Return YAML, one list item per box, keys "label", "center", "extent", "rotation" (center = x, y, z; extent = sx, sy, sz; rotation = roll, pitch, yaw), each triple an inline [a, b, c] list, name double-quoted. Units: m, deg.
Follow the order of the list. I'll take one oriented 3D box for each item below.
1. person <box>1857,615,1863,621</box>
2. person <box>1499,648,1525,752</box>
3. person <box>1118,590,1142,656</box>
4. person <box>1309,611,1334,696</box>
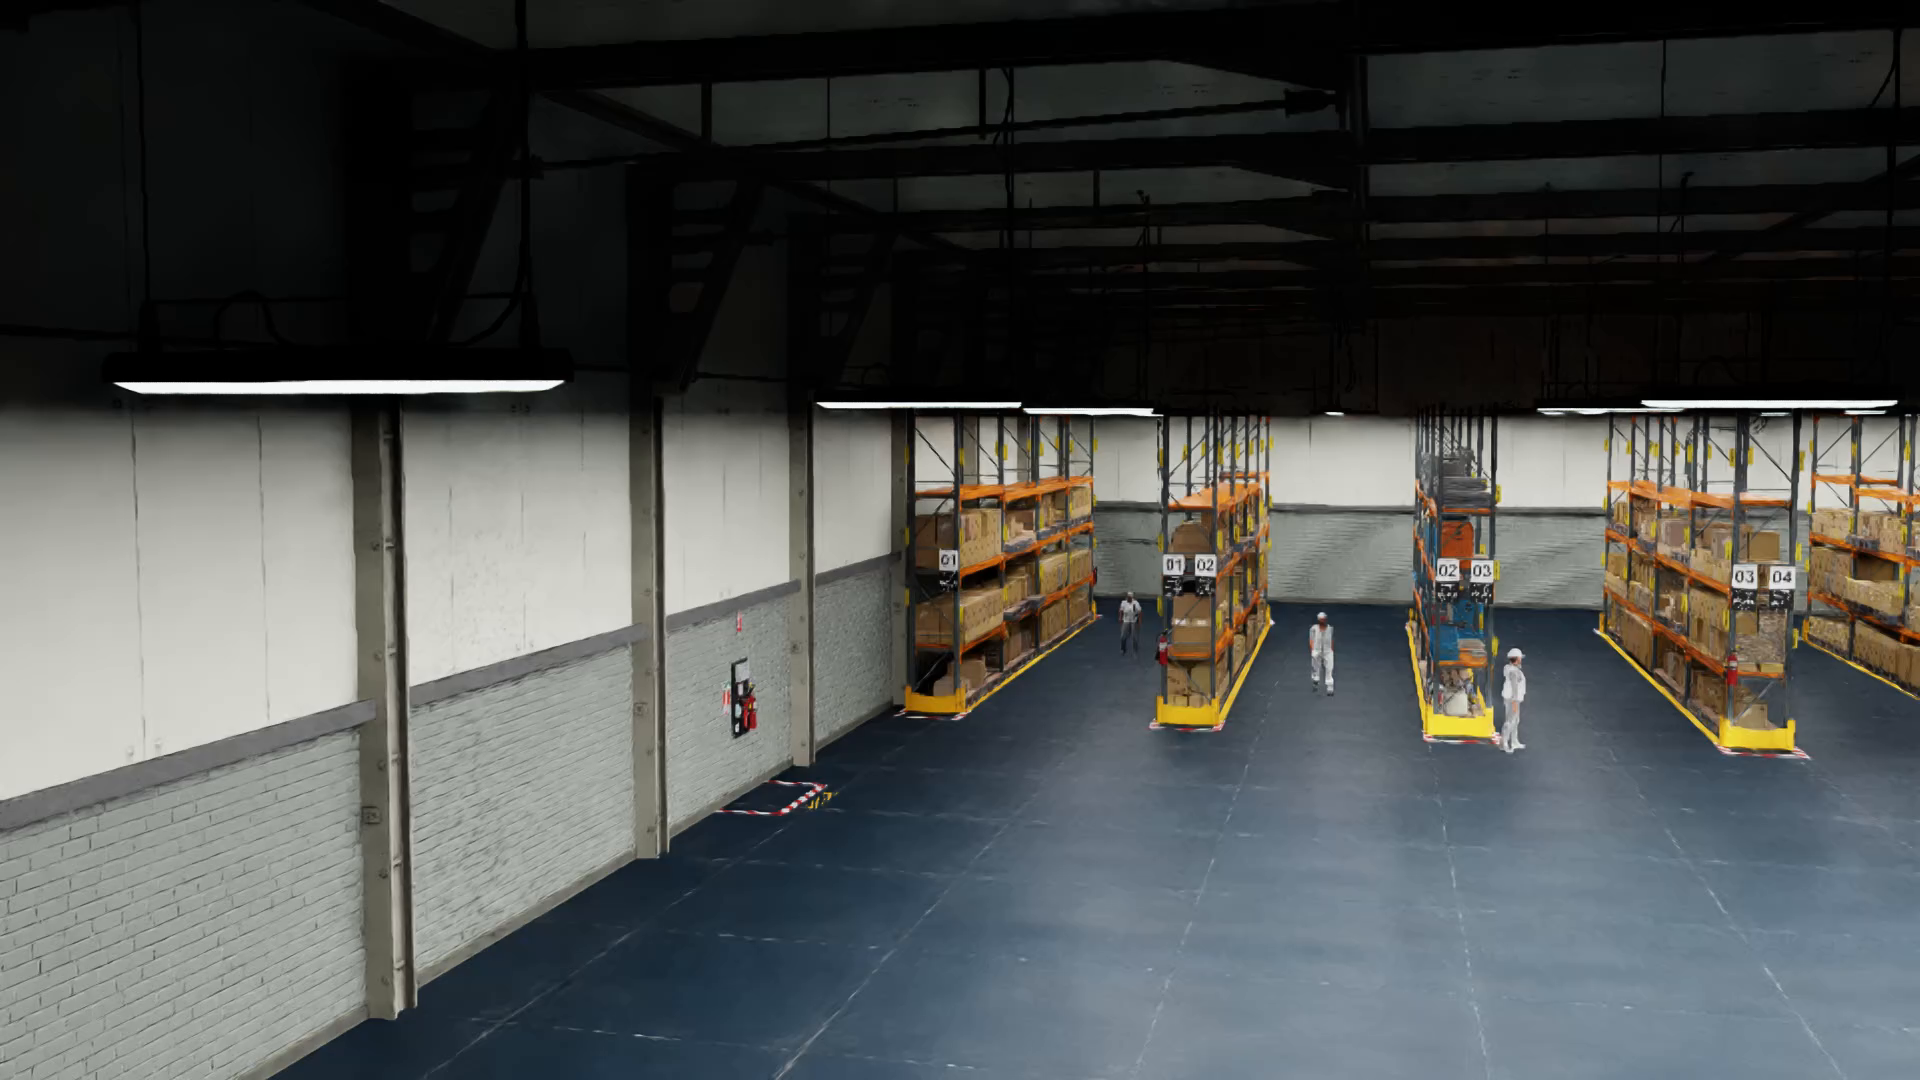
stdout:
- label: "person"
  center: [24.207, 1.639, 44.918]
  extent: [0.551, 1.643, 0.509]
  rotation: [-3, 5, -39]
- label: "person"
  center: [9.561, 2.742, 28.712]
  extent: [0.496, 1.769, 0.689]
  rotation: [1, 4, 8]
- label: "person"
  center: [4.107, 1.993, 40.167]
  extent: [0.592, 1.629, 0.526]
  rotation: [1, 4, 11]
- label: "person"
  center: [7.498, 2.337, 34.477]
  extent: [0.528, 1.727, 1.030]
  rotation: [0, 4, 6]
